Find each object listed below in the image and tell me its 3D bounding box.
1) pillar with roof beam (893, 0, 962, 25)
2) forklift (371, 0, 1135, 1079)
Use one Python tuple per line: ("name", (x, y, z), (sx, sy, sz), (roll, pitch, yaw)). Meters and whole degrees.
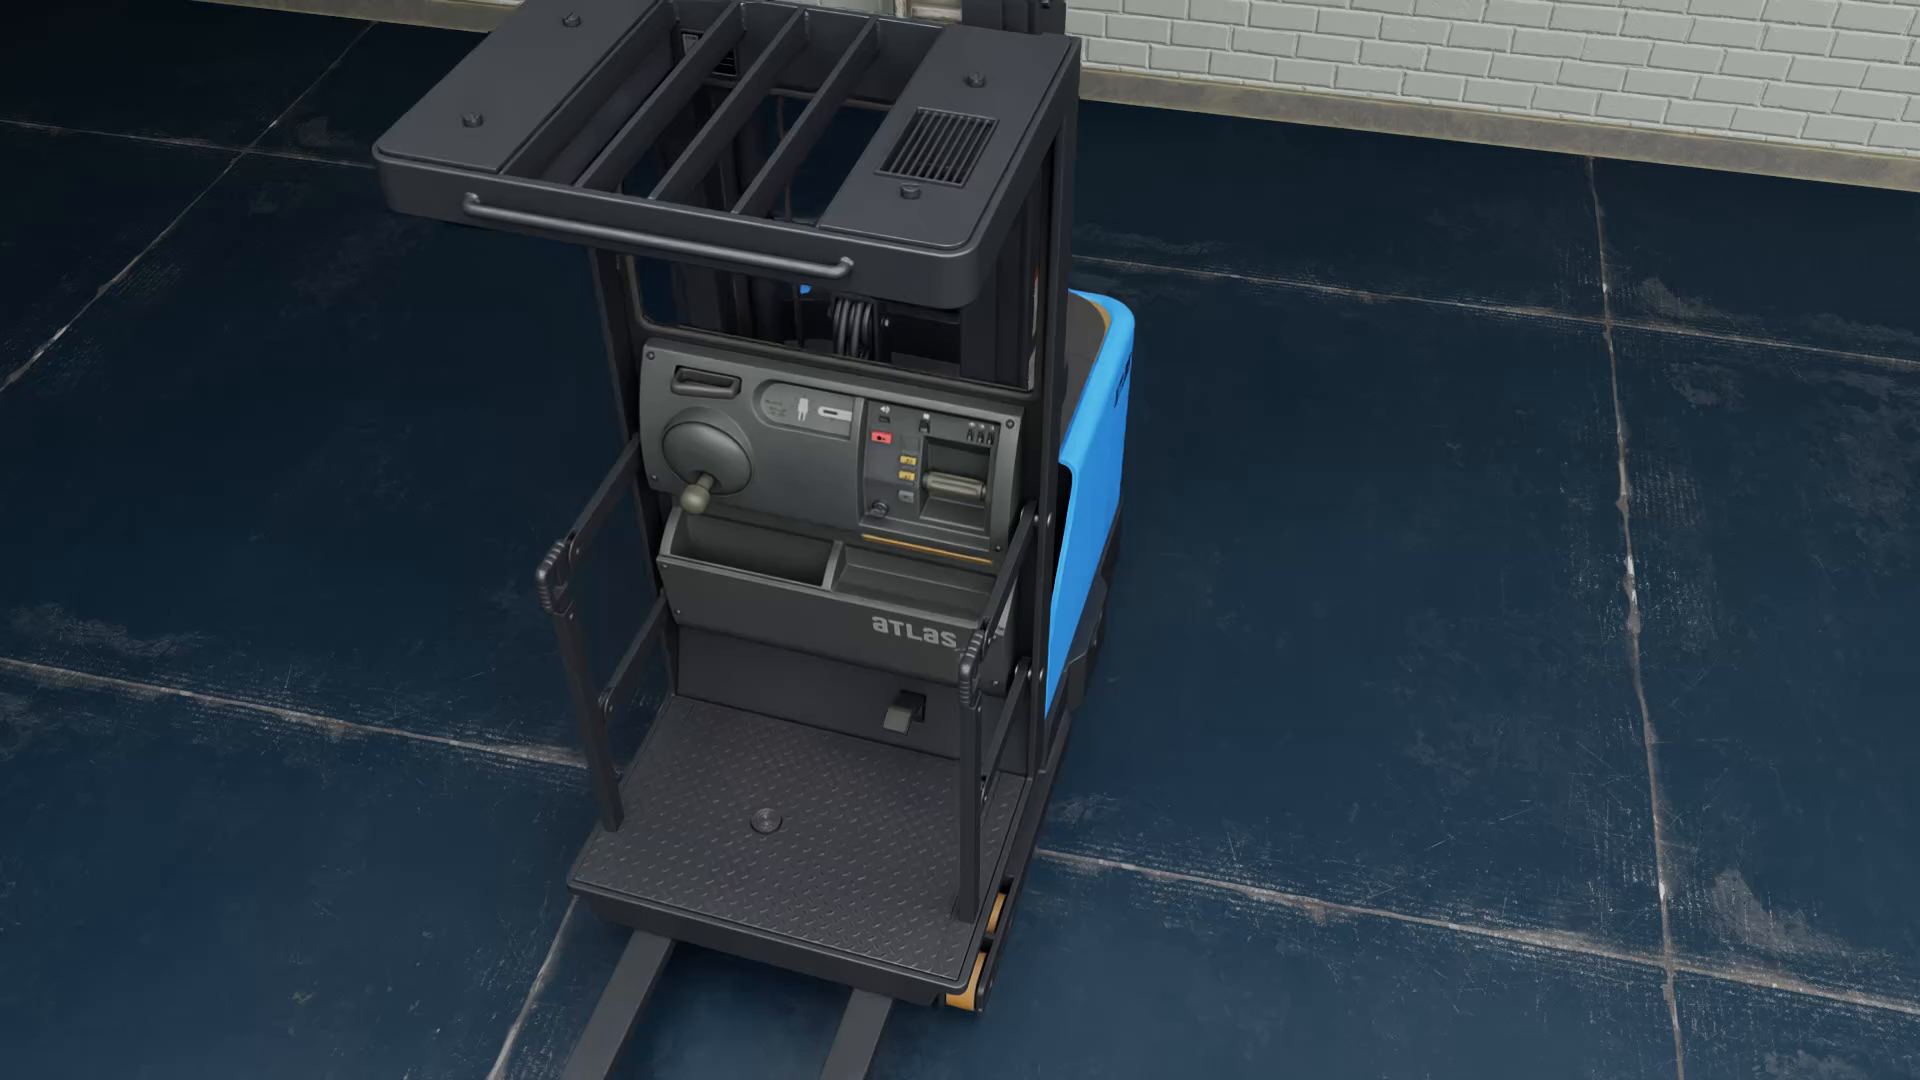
("pillar with roof beam", (-1.017, -2.451, 1.807), (0.400, 9.000, 9.100), (9, 45, 9))
("forklift", (-0.375, -0.117, 3.758), (1.130, 2.935, 3.031), (12, 45, 12))
